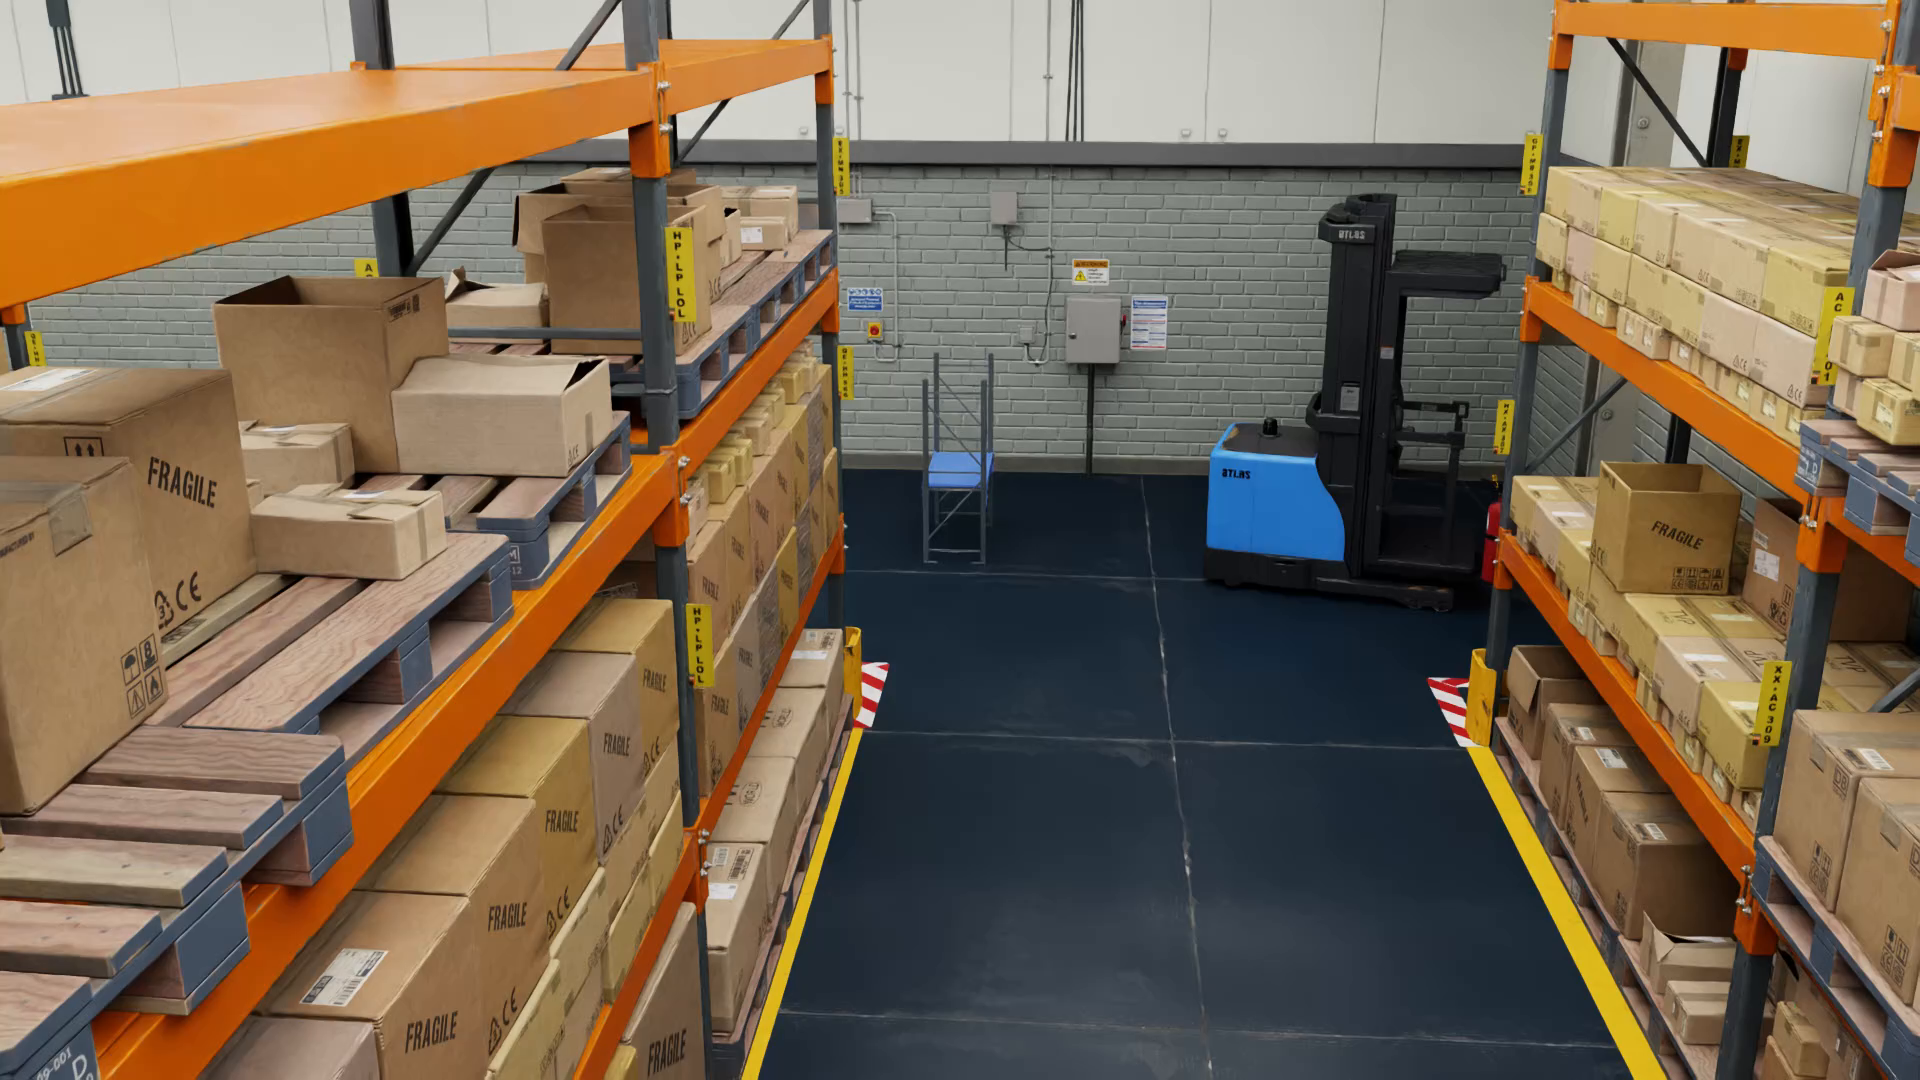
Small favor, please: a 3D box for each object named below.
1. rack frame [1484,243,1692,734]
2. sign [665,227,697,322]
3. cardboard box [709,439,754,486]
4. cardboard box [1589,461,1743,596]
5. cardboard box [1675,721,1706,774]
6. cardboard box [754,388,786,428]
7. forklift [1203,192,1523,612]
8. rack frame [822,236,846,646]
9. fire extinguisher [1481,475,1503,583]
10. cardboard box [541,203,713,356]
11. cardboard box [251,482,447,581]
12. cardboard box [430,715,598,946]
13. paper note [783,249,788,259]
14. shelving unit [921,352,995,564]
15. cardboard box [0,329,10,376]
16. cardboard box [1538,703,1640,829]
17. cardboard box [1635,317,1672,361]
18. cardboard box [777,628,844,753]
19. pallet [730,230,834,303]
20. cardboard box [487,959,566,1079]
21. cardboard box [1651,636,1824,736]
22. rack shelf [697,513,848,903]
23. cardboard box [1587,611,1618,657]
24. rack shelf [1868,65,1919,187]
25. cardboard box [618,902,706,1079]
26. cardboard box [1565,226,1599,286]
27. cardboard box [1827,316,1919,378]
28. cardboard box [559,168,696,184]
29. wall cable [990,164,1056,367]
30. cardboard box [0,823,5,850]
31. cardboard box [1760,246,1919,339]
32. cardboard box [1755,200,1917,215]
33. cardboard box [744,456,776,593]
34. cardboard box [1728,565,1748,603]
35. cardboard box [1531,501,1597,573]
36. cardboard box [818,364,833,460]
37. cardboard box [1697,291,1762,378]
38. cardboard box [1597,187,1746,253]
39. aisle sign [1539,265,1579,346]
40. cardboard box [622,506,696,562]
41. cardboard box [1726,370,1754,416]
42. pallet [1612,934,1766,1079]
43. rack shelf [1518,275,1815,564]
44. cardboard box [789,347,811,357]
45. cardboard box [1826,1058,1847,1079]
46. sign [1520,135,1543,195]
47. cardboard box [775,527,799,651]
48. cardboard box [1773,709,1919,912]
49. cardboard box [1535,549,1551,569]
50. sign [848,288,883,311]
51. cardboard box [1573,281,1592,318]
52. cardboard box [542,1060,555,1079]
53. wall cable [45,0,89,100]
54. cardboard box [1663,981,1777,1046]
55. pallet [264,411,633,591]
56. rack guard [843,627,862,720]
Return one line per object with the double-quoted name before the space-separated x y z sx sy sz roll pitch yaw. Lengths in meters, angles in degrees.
"rack frame" 3.728 -0.237 9.829 1.000 3.000 0.127 1 18 4
"sign" -0.968 -0.916 5.748 0.100 0.325 0.005 1 18 4
"cardboard box" -1.123 -0.345 7.352 0.380 0.149 0.250 1 18 2
"cardboard box" 3.320 -0.063 7.855 0.500 0.500 0.500 2 18 5
"cardboard box" 3.204 0.858 6.892 0.380 0.149 0.250 2 18 5
"cardboard box" -1.086 -0.664 8.324 0.380 0.149 0.250 2 18 5
"forklift" 3.456 -1.046 12.409 3.031 2.935 1.130 6 19 17
"rack frame" -1.223 -0.347 10.163 1.000 3.000 0.127 1 18 4
"fire extinguisher" 3.278 -0.079 10.070 0.296 0.674 0.183 1 18 4
"cardboard box" -1.258 -1.002 6.352 0.500 0.500 0.500 2 18 5
"cardboard box" -1.496 -0.028 4.073 0.380 0.166 0.250 3 18 9
"cardboard box" -1.377 0.835 4.790 0.500 0.500 0.500 2 18 6
"paper note" -0.793 -1.308 7.600 0.006 0.032 0.123 1 18 4
"shelving unit" -0.006 -0.686 13.609 0.538 1.500 1.048 1 18 4
"cardboard box" -5.952 -0.942 9.737 0.500 0.500 0.500 1 18 3
"cardboard box" 3.490 1.204 8.772 0.700 0.500 0.500 2 18 6
"cardboard box" 3.253 -0.898 7.432 0.380 0.149 0.250 2 18 5
"cardboard box" -1.171 0.879 9.865 0.875 0.438 0.875 1 18 2
"pallet" -1.266 -1.499 9.006 1.003 0.211 1.213 1 18 4
"cardboard box" -1.378 1.348 4.431 0.500 0.250 0.500 2 18 5
"cardboard box" 3.256 0.616 6.990 0.500 0.250 0.500 1 18 4
"rack shelf" -1.367 0.616 8.380 1.077 0.370 4.000 1 18 4
"cardboard box" 3.290 0.460 8.106 0.380 0.149 0.250 2 18 5
"rack shelf" 3.298 -0.692 3.382 1.077 0.370 4.000 1 18 4
"cardboard box" -1.475 1.900 6.044 0.875 0.875 0.875 2 18 6
"cardboard box" 3.408 -1.442 8.454 0.500 0.250 0.500 2 18 5
"cardboard box" 2.982 -0.606 5.229 0.380 0.149 0.250 2 18 6
"cardboard box" -1.517 -1.444 7.699 0.500 0.500 0.500 2 18 5
"wall cable" 0.573 -2.553 15.266 0.588 1.984 0.122 1 18 4
"cardboard box" -1.920 0.344 2.400 0.797 0.503 0.637 0 18 1
"cardboard box" 3.237 -0.890 5.964 0.500 0.250 0.500 1 18 4
"cardboard box" 3.847 -1.349 7.366 0.500 0.250 0.500 1 18 4
"cardboard box" -1.144 -0.085 7.599 0.500 0.500 0.500 2 18 5
"cardboard box" 3.844 0.318 7.898 0.500 0.250 0.500 1 18 4
"cardboard box" 3.391 -0.015 8.916 0.500 0.250 0.500 1 18 5
"cardboard box" -1.020 -0.714 9.519 0.500 0.500 0.500 2 18 6
"cardboard box" 3.253 -0.807 6.515 0.500 0.250 0.500 1 18 2
"cardboard box" 3.368 -1.524 7.900 0.500 0.250 0.500 1 18 3
"aisle sign" 3.440 -1.500 9.509 0.394 0.787 0.004 1 18 4
"cardboard box" -1.228 -0.027 6.381 0.380 0.149 0.250 1 18 3
"cardboard box" 3.221 -0.578 6.456 0.380 0.149 0.250 2 18 6
"pallet" 3.491 2.117 7.122 1.003 0.211 1.213 1 18 4
"rack shelf" 3.585 -0.699 7.578 1.077 0.370 4.000 1 18 4
"cardboard box" -1.043 -0.982 9.295 0.380 0.149 0.250 2 18 5
"cardboard box" 3.207 1.879 5.671 0.380 0.149 0.250 1 18 2
"sign" 3.187 -2.090 9.262 0.100 0.325 0.005 1 18 4
"cardboard box" -1.096 0.238 8.219 0.500 0.500 0.500 2 18 6
"cardboard box" 3.183 0.904 5.513 0.700 0.500 0.500 2 18 5
"cardboard box" 3.459 0.058 9.331 0.380 0.149 0.250 2 18 5
"sign" -0.886 -2.247 15.529 0.327 0.218 0.001 1 18 4
"cardboard box" 3.325 -1.213 8.393 0.380 0.149 0.250 2 18 5
"cardboard box" -1.416 1.587 4.503 0.500 0.250 0.500 1 18 4
"wall cable" -7.265 -6.627 14.528 2.277 5.999 0.120 1 18 4
"cardboard box" 3.188 1.981 6.964 0.380 0.149 0.250 1 18 2
"pallet" -1.526 -0.153 5.062 0.805 0.209 1.217 1 18 2
"rack guard" -1.221 0.834 10.575 1.175 0.500 0.348 1 18 4
